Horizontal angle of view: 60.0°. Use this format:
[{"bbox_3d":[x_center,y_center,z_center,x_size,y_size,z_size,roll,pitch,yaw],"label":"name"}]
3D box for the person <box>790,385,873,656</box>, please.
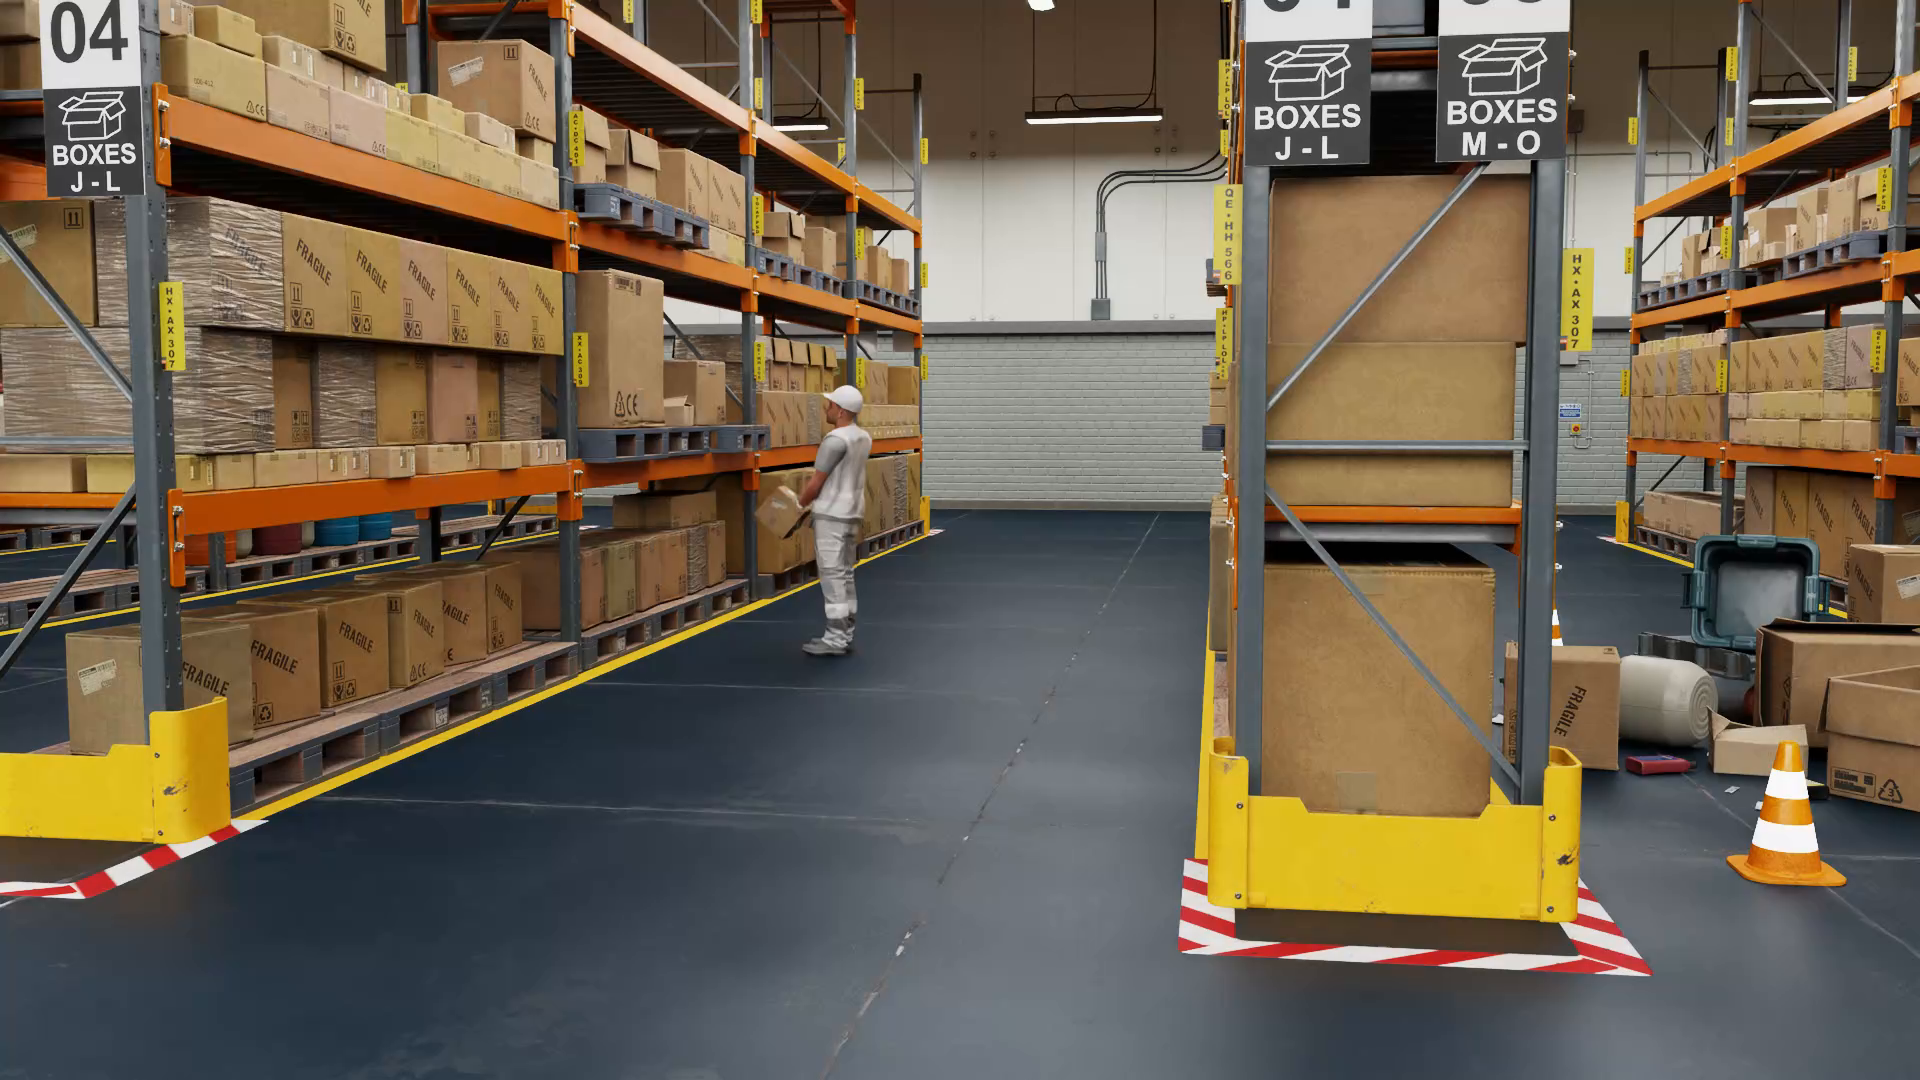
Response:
[{"bbox_3d":[-0.878,-0.132,11.095,0.527,1.793,0.514,2,5,23],"label":"person"}]
